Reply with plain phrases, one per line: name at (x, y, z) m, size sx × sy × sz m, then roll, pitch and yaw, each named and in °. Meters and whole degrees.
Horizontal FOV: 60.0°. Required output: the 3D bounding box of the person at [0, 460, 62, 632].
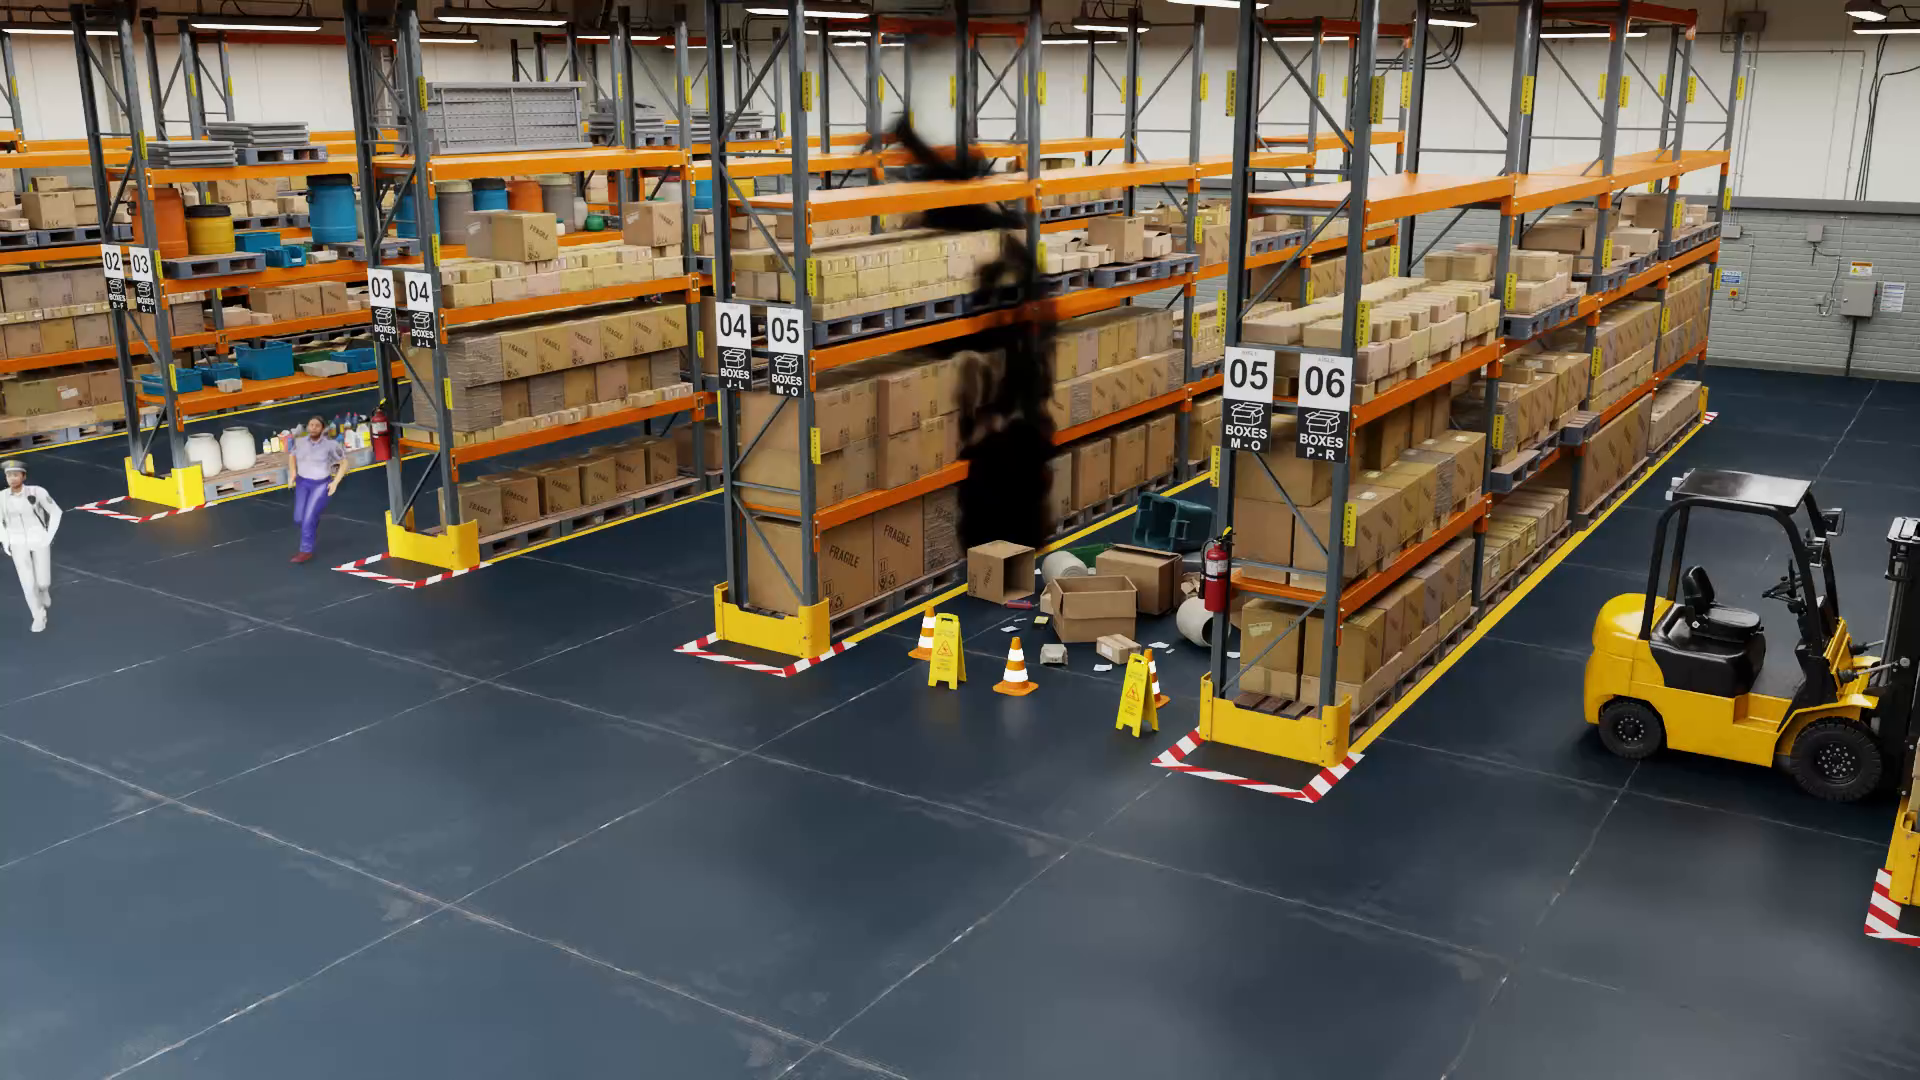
person at (-8.995, 0.023, 16.077) m, size 0.616 × 1.673 × 0.524 m, roll -6°, pitch 17°, yaw -21°

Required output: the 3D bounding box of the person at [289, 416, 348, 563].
person at (-7.109, -0.592, 18.410) m, size 0.657 × 1.585 × 0.694 m, roll 1°, pitch 16°, yaw 4°
